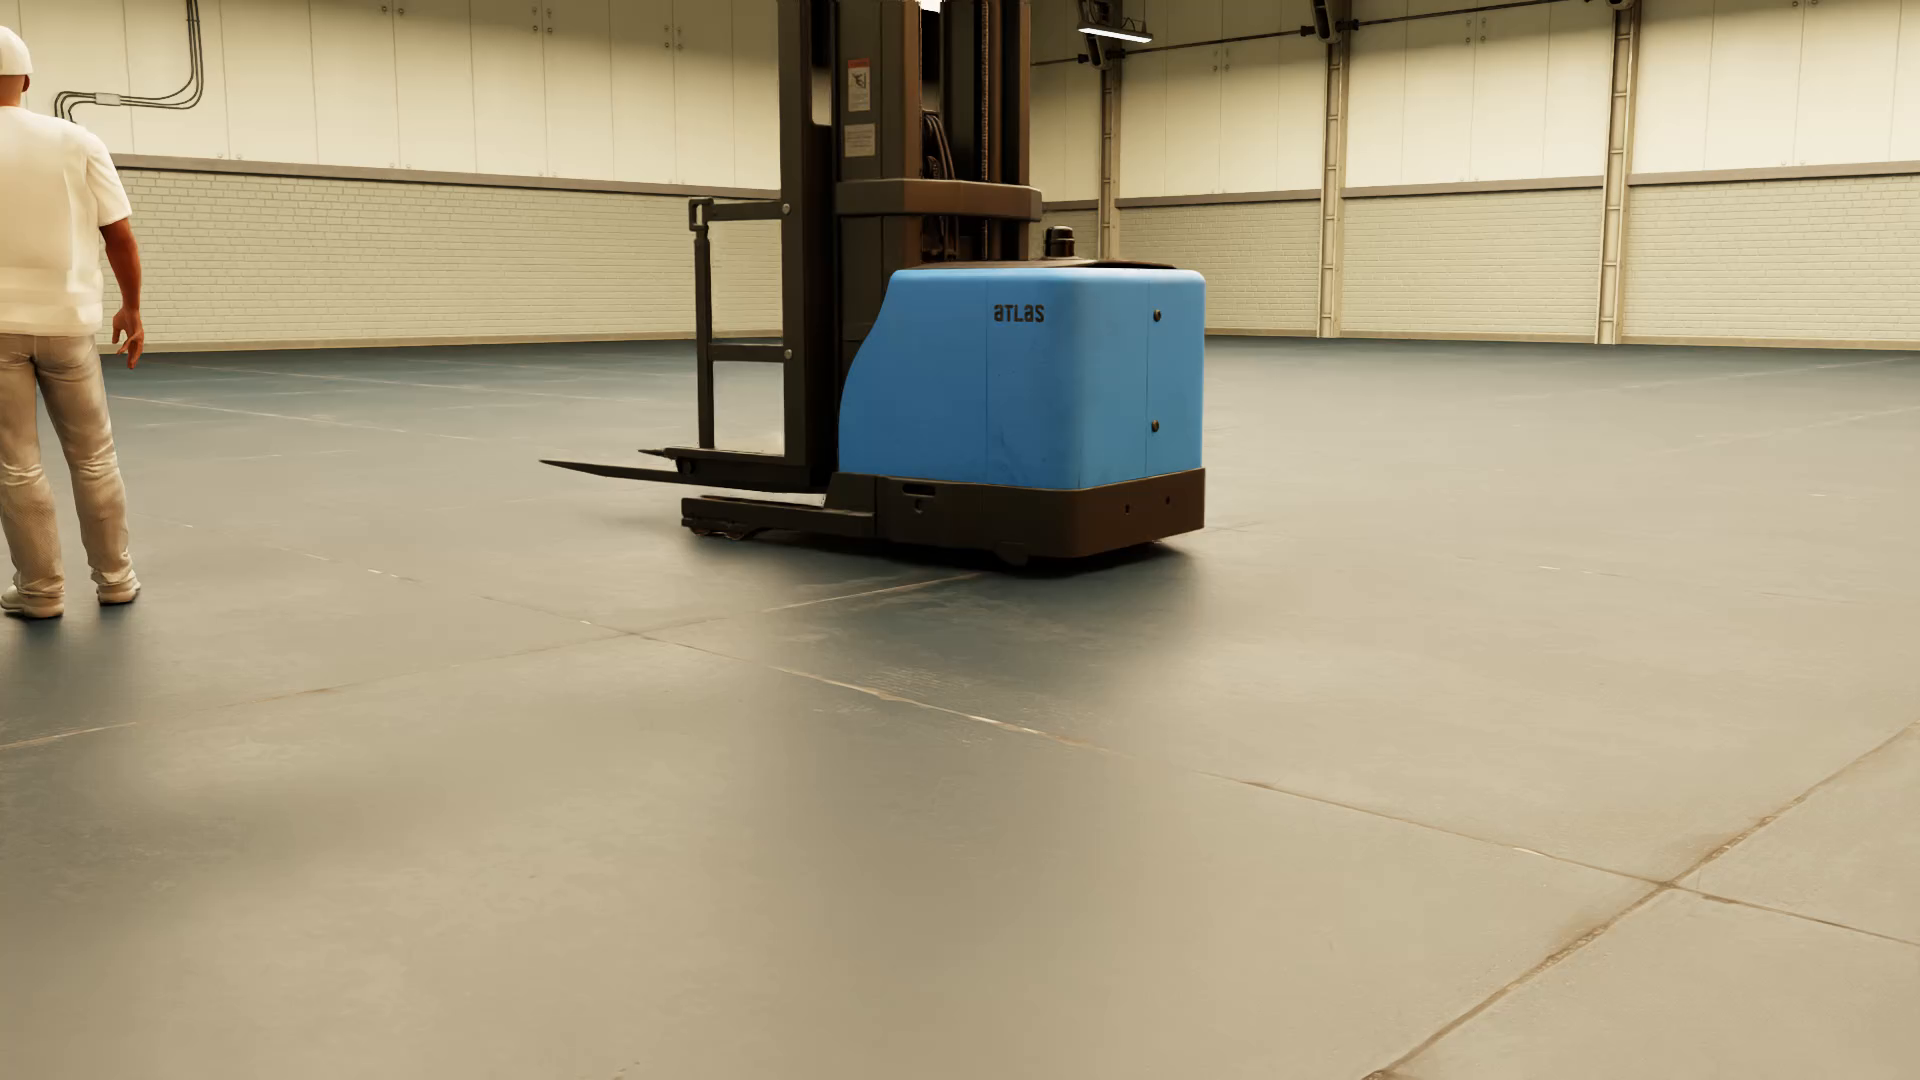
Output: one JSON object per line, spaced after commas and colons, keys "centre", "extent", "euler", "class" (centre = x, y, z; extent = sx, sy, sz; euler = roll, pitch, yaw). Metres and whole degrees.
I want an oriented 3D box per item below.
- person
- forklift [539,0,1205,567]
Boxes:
{"centre": [-2.862, -0.653, 5.075], "extent": [0.666, 1.765, 0.579], "euler": [-7, 11, -38], "class": "person"}
{"centre": [-0.527, -1.504, 6.860], "extent": [3.031, 2.935, 1.130], "euler": [6, 11, 36], "class": "forklift"}
